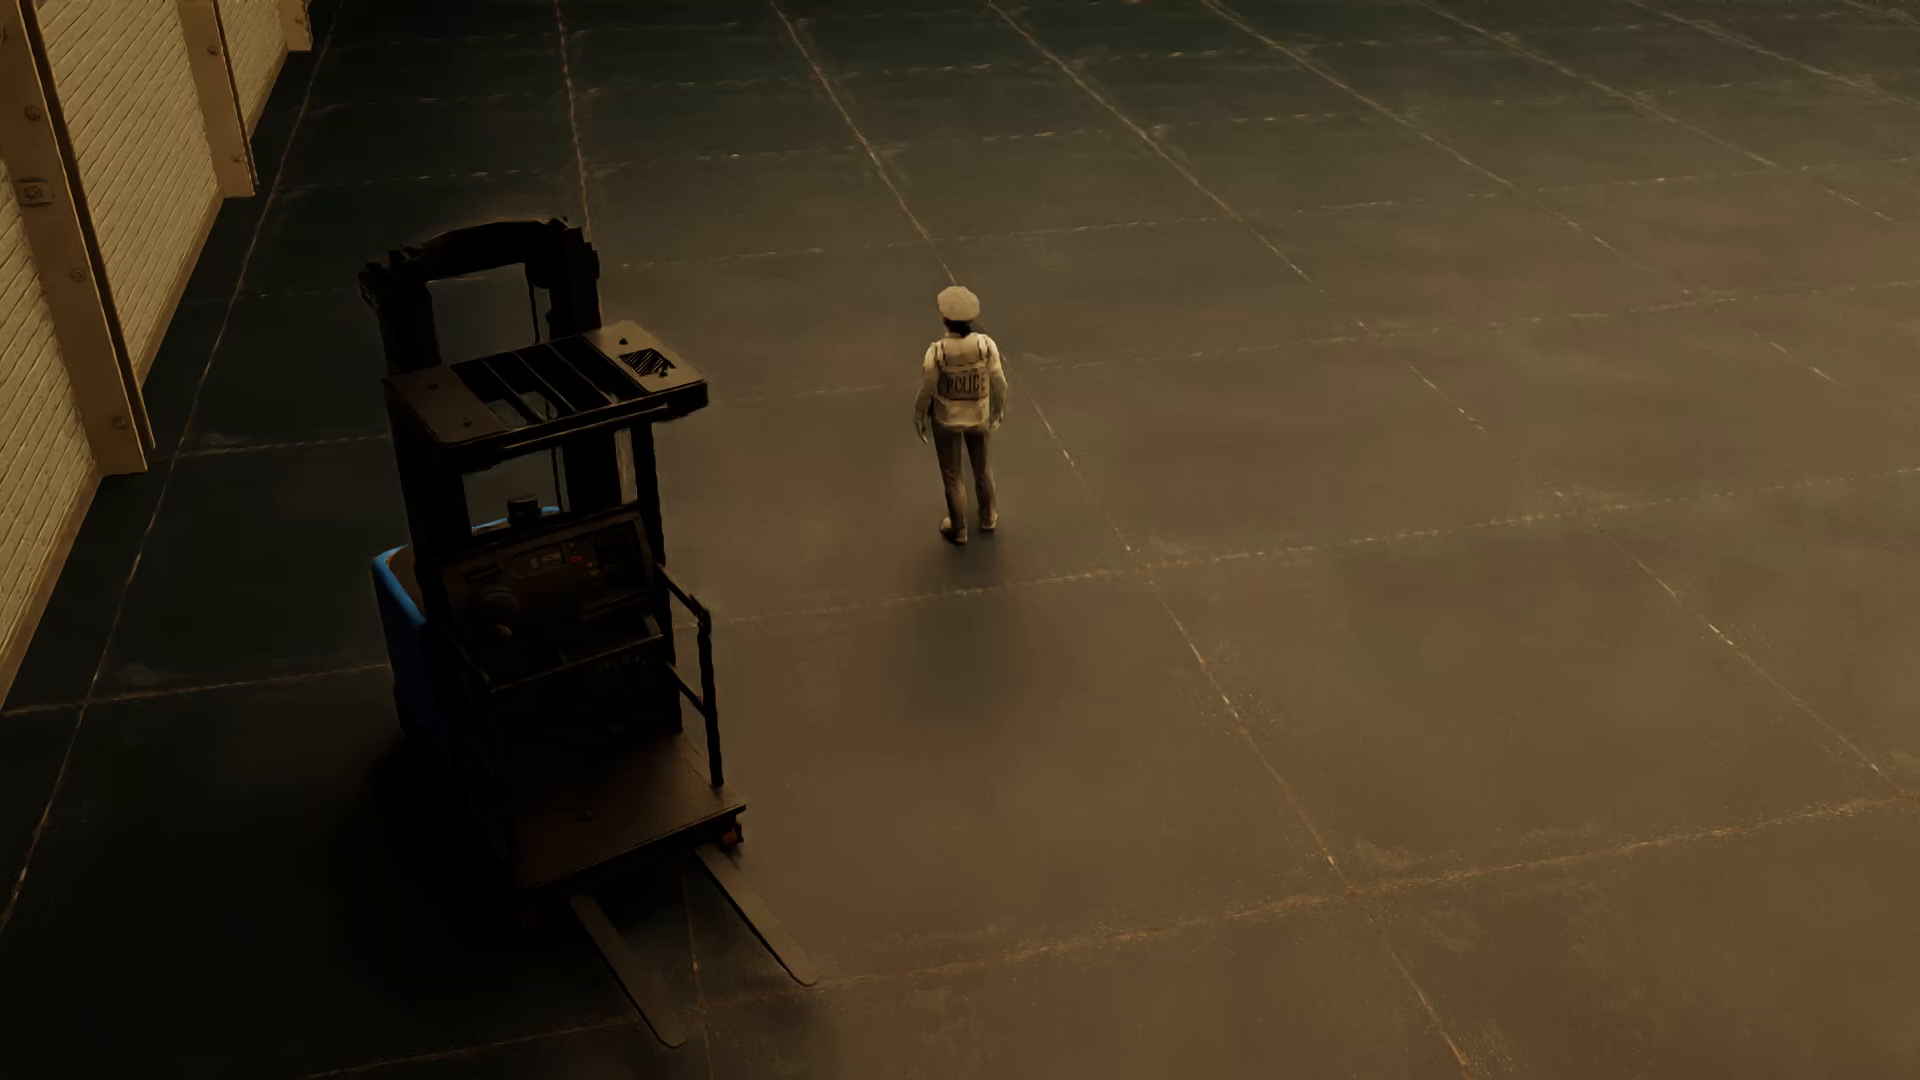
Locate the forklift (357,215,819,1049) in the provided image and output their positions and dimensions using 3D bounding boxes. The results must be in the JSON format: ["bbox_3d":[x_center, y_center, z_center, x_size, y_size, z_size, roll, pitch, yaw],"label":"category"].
[{"bbox_3d":[-1.698,0.212,7.209,1.130,2.935,3.031,-18,35,-29],"label":"forklift"}]

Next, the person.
[{"bbox_3d":[-0.009,-0.773,10.130,0.586,1.695,0.532,-7,31,-12],"label":"person"}]
